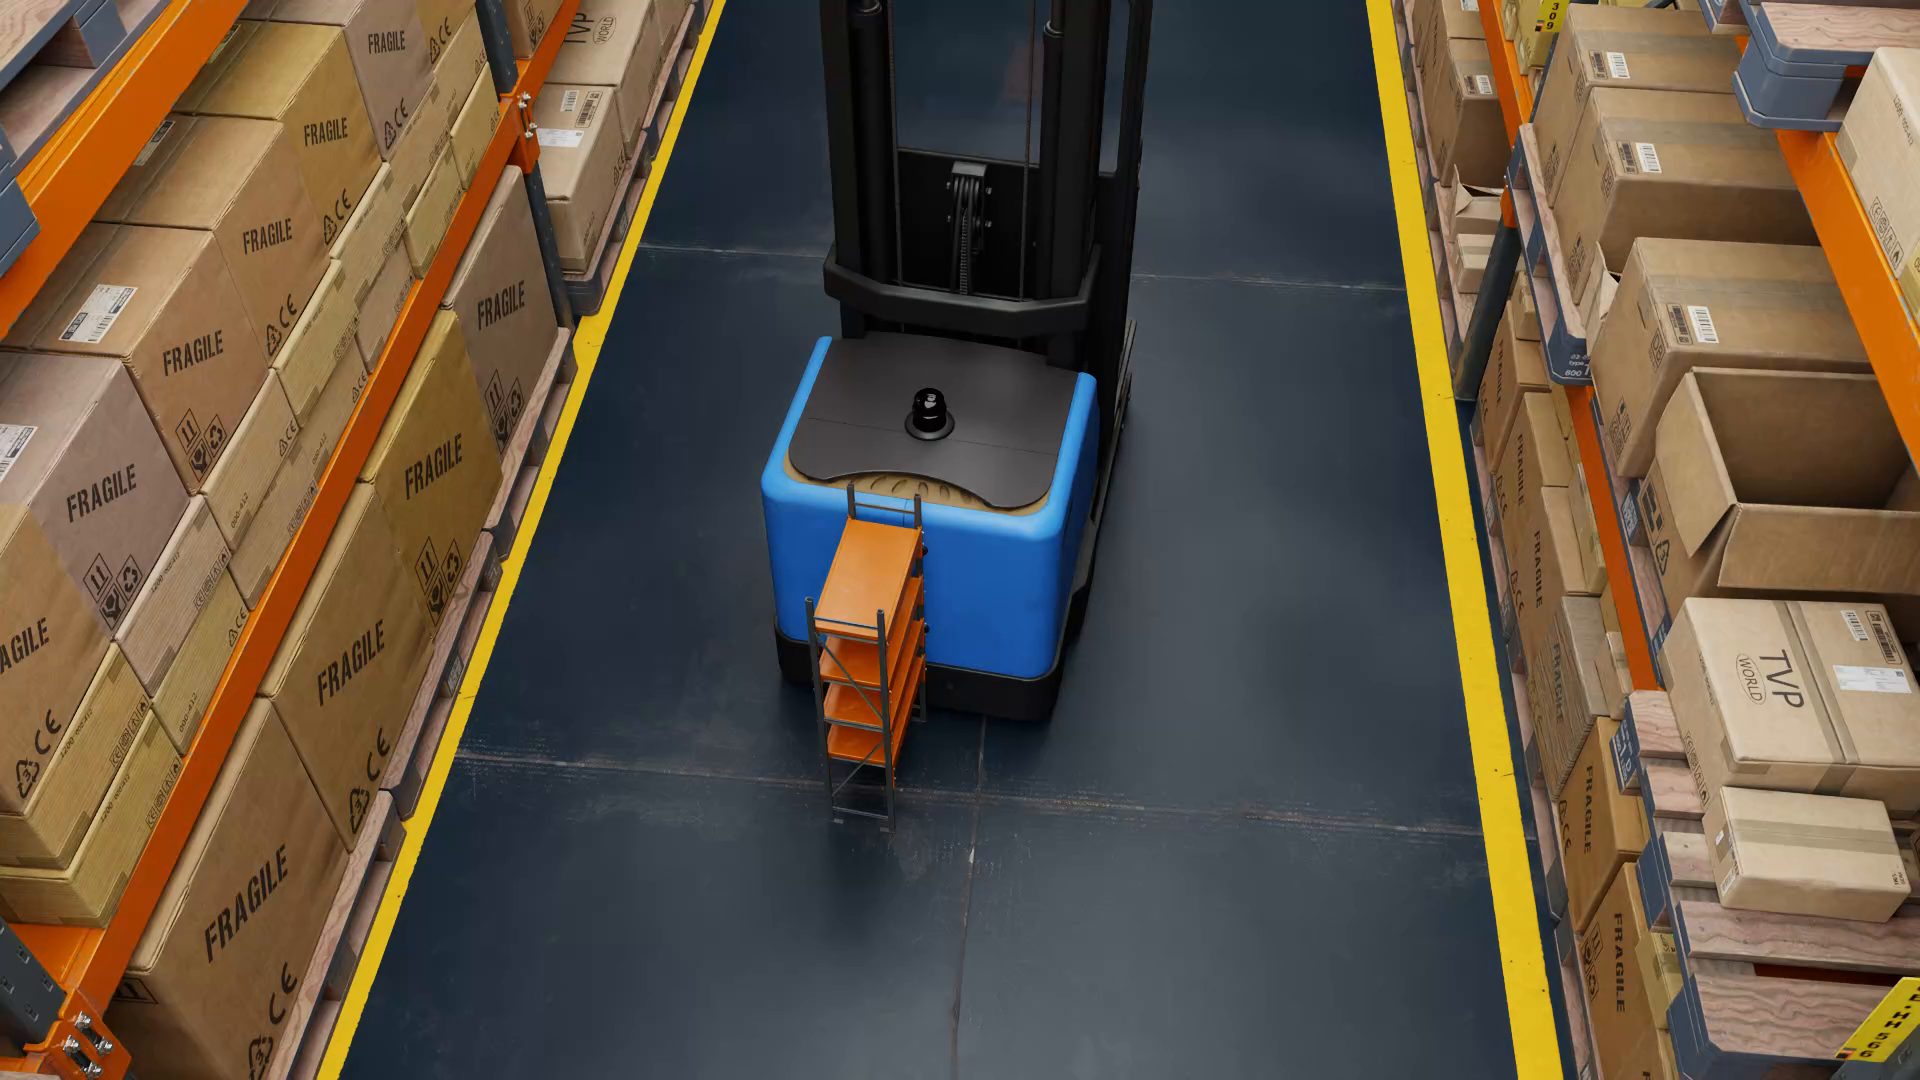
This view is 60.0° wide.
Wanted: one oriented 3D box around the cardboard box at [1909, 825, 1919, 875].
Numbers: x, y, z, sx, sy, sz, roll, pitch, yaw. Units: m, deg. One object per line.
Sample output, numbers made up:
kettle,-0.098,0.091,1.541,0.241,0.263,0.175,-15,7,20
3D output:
cardboard box,2.515,0.763,3.667,0.500,0.500,0.500,6,48,5

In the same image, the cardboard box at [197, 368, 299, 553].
cardboard box,-2.233,-0.244,4.703,0.500,0.250,0.500,4,48,3

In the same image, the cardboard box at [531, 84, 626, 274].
cardboard box,-2.102,-1.696,7.720,0.875,0.438,0.875,3,48,3

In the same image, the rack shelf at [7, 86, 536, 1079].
rack shelf,-2.448,-0.252,5.435,1.077,0.370,4.000,4,48,4

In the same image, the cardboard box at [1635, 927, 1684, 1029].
cardboard box,2.100,1.206,4.584,0.380,0.149,0.250,2,48,2

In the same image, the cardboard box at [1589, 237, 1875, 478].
cardboard box,2.292,-0.511,4.832,0.700,0.500,0.500,4,48,3

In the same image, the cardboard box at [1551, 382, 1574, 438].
cardboard box,2.419,-0.506,6.150,0.380,0.149,0.250,2,48,2

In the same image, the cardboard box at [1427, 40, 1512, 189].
cardboard box,2.680,-2.039,7.992,0.700,0.500,0.500,2,48,2

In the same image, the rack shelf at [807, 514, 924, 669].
rack shelf,-0.293,0.158,5.260,0.258,0.148,0.480,9,48,8

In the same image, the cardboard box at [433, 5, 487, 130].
cardboard box,-2.064,-1.742,6.073,0.500,0.250,0.500,4,48,3

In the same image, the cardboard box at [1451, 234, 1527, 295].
cardboard box,2.436,-1.242,7.501,0.380,0.149,0.250,3,48,2

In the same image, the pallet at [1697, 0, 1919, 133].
pallet,2.457,-1.345,4.042,1.213,0.211,1.003,4,48,4

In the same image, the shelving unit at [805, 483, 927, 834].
shelving unit,-0.293,0.423,5.550,0.258,1.200,0.503,9,48,8

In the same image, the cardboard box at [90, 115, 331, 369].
cardboard box,-2.195,-0.857,4.756,0.500,0.500,0.500,5,48,4

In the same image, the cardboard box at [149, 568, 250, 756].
cardboard box,-2.306,0.304,4.540,0.500,0.250,0.500,3,48,2

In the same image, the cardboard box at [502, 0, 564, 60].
cardboard box,-1.963,-2.325,6.776,0.500,0.500,0.500,5,48,5

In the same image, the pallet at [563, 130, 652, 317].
pallet,-2.119,-1.577,8.049,1.003,0.211,1.213,4,48,4

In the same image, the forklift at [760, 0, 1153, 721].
forklift,0.131,-1.440,6.081,1.130,2.935,3.031,9,48,8

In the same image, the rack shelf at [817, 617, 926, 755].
rack shelf,-0.293,0.468,5.600,0.258,0.148,0.480,9,48,8

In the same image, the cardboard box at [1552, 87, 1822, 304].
cardboard box,2.363,-1.088,5.360,0.700,0.500,0.500,4,48,4

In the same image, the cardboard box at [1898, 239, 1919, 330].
cardboard box,2.163,-0.419,3.169,0.500,0.250,0.500,4,48,4

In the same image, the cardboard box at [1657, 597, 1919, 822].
cardboard box,2.087,0.418,4.152,0.500,0.250,0.500,2,48,2

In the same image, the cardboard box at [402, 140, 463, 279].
cardboard box,-2.103,-1.193,5.910,0.500,0.250,0.500,3,48,3

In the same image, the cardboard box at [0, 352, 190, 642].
cardboard box,-2.307,-0.107,4.070,0.500,0.500,0.500,4,48,4

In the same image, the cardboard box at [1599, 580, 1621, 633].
cardboard box,2.327,0.259,5.450,0.380,0.149,0.250,4,48,4

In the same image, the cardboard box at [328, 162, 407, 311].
cardboard box,-2.144,-0.993,5.389,0.500,0.250,0.500,5,48,4

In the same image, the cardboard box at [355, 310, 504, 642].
cardboard box,-2.317,-0.264,6.114,0.875,0.875,0.875,5,48,5

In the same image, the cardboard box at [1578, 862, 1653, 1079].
cardboard box,2.193,1.316,4.923,0.500,0.500,0.500,3,48,3

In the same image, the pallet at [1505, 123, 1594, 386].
pallet,2.496,-0.989,5.752,1.003,0.211,1.213,4,48,4

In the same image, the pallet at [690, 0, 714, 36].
pallet,-1.896,-3.370,9.689,1.003,0.211,1.213,4,48,4

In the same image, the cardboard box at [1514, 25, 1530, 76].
cardboard box,2.457,-1.993,6.710,0.380,0.149,0.250,5,48,5

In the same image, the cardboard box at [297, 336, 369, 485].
cardboard box,-2.211,-0.444,5.225,0.500,0.250,0.500,4,48,4

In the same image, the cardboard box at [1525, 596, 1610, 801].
cardboard box,2.267,0.548,5.625,0.500,0.500,0.500,2,48,2

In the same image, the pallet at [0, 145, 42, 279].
pallet,-2.625,-0.450,3.224,1.213,0.211,1.003,6,48,5

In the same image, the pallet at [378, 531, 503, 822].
pallet,-2.370,0.448,6.197,1.003,0.211,1.213,4,48,4

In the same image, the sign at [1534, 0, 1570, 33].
sign,2.136,-1.956,5.920,0.100,0.325,0.005,4,48,4

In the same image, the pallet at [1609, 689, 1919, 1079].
pallet,2.305,0.868,4.053,1.213,0.211,1.003,4,48,4

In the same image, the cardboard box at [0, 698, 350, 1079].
cardboard box,-2.485,1.048,4.914,0.875,0.875,0.875,3,48,3

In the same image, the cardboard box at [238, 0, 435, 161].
cardboard box,-2.097,-1.610,5.444,0.500,0.500,0.500,5,48,4

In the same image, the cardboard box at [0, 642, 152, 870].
cardboard box,-2.338,0.501,4.022,0.500,0.250,0.500,4,48,3

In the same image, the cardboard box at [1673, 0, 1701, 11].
cardboard box,2.991,-2.029,6.473,0.500,0.250,0.500,3,48,3

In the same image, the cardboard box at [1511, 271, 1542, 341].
cardboard box,2.380,-0.905,6.514,0.380,0.149,0.250,6,48,5

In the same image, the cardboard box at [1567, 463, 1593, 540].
cardboard box,2.348,-0.123,5.800,0.380,0.149,0.250,4,48,3

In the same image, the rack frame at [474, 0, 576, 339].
rack frame,-2.266,-1.964,6.514,1.000,3.000,0.127,4,48,4

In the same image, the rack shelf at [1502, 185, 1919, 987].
rack shelf,2.495,0.079,5.132,1.077,0.370,4.000,4,48,4

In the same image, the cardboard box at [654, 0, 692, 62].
cardboard box,-1.937,-3.016,8.927,0.875,0.438,0.875,5,48,5

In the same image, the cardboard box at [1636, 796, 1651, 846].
cardboard box,2.237,0.825,4.933,0.380,0.149,0.250,5,48,5

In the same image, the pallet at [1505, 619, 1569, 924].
pallet,2.532,0.807,5.869,1.003,0.211,1.213,4,48,4

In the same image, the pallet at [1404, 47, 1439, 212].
pallet,2.849,-2.096,8.524,1.003,0.211,1.213,4,48,4

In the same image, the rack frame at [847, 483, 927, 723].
rack frame,-0.242,0.247,5.711,0.240,1.200,0.015,9,48,8

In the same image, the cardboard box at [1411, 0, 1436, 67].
cardboard box,2.775,-2.802,8.689,0.700,0.500,0.500,6,48,5

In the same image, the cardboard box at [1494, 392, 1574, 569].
cardboard box,2.370,-0.199,6.309,0.500,0.500,0.500,3,48,3

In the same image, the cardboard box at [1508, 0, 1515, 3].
cardboard box,2.512,-2.443,6.852,0.500,0.250,0.500,4,48,4
